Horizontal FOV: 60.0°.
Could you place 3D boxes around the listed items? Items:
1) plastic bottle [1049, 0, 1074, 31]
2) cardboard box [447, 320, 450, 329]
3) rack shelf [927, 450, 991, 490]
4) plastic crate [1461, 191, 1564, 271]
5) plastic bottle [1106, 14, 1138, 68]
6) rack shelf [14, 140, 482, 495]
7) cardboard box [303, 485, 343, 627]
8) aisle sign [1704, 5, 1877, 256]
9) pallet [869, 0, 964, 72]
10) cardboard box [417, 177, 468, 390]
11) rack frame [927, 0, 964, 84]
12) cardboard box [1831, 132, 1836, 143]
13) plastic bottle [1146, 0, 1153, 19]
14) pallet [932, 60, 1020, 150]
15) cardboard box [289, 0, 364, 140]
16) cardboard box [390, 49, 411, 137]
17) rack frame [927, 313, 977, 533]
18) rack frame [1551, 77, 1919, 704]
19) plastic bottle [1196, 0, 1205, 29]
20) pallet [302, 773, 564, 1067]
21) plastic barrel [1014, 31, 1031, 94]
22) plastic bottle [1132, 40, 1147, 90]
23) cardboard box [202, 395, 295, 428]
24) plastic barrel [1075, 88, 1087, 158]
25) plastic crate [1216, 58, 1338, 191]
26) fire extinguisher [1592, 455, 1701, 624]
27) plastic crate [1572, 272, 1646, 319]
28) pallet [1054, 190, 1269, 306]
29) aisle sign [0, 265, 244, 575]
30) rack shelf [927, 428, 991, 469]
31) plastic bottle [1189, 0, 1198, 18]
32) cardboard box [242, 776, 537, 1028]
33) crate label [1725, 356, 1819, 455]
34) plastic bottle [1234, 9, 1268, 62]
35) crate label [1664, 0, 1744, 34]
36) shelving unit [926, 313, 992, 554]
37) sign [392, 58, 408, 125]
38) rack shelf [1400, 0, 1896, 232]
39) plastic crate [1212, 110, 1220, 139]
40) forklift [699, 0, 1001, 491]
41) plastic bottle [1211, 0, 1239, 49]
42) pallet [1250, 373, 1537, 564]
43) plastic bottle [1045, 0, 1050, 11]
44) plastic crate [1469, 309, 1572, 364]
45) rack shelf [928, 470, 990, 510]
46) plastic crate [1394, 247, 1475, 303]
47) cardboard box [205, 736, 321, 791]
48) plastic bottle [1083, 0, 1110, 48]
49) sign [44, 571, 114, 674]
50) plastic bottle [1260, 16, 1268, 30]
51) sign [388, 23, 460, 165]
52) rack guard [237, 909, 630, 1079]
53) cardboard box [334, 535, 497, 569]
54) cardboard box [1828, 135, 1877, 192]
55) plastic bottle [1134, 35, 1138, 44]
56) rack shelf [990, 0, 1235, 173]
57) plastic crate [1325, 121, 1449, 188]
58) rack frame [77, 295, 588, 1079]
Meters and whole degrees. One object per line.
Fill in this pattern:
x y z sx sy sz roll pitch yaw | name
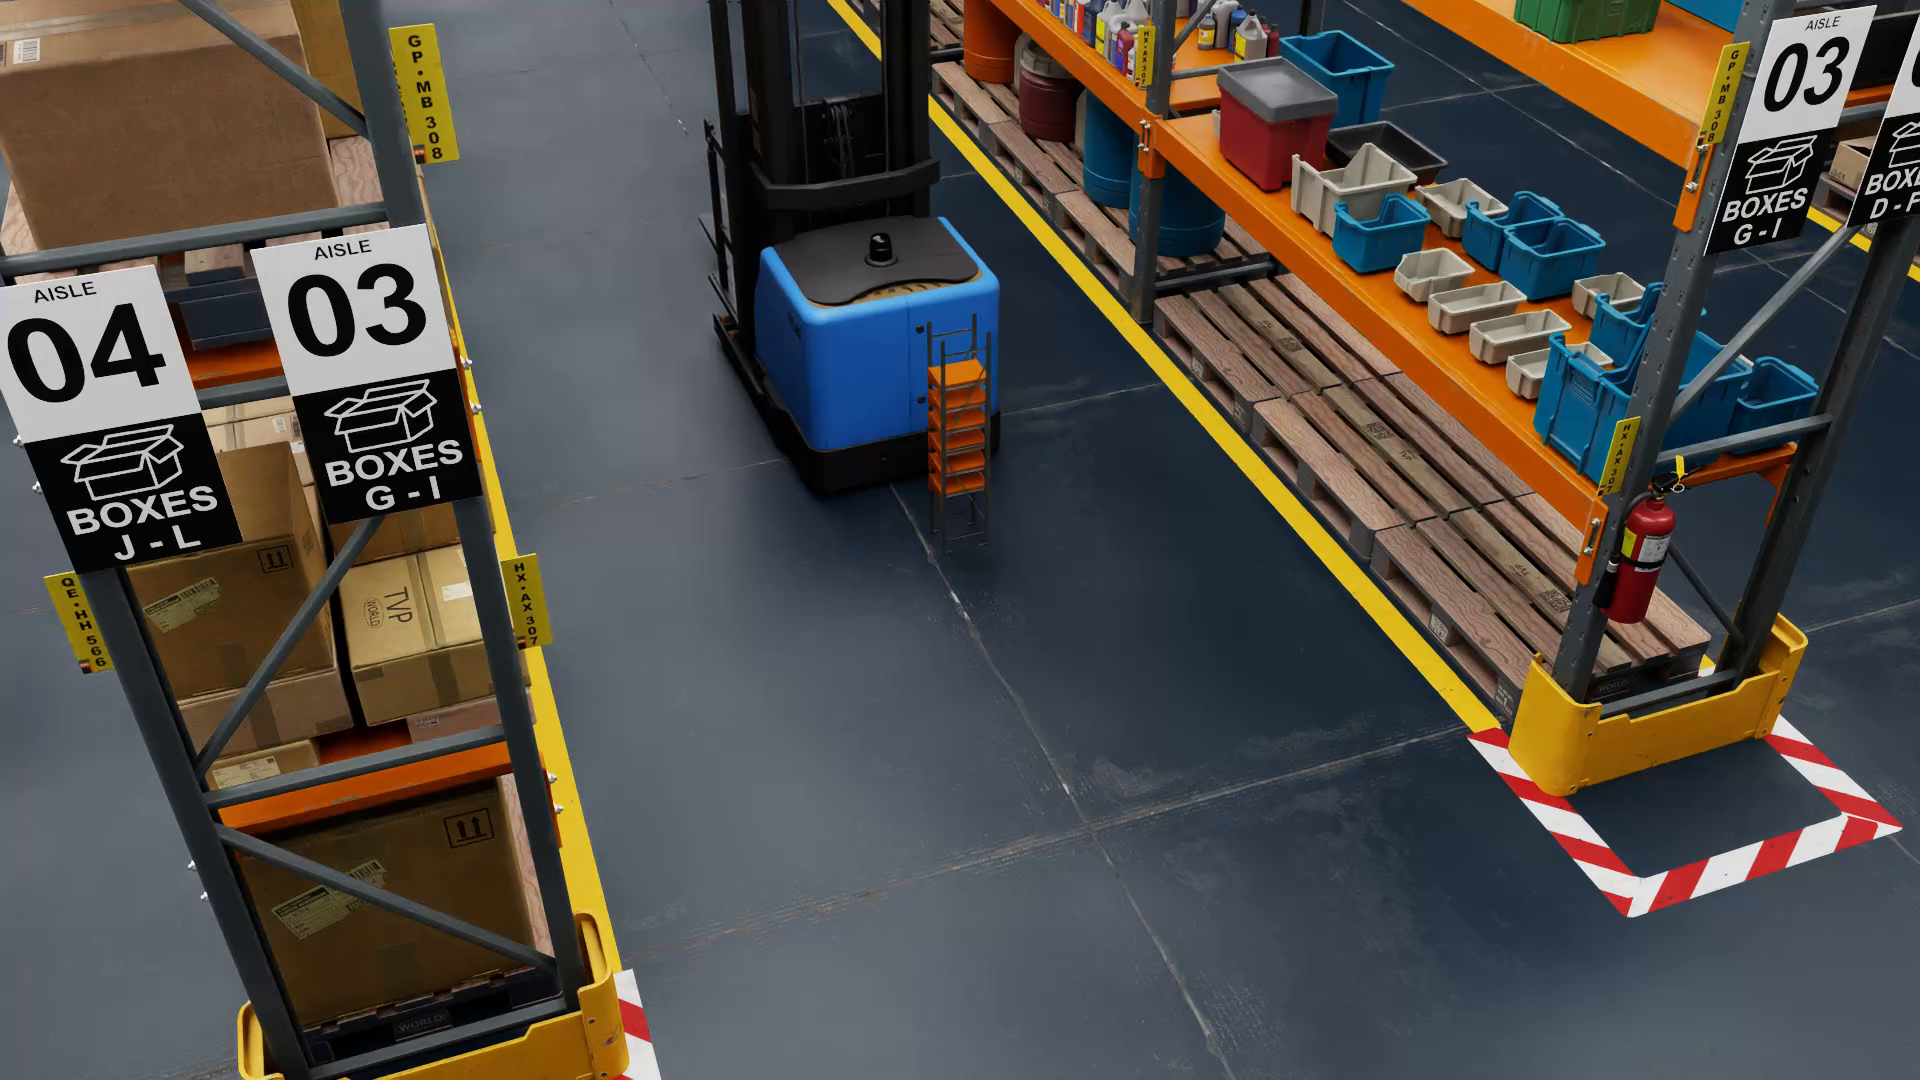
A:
0.694 -3.357 10.317 0.152 0.276 0.367 -12 39 -16 | plastic bottle
-2.023 -0.592 5.797 0.500 0.500 0.500 -13 39 -17 | cardboard box
-0.005 -0.356 7.999 0.258 0.103 0.180 -12 39 -16 | rack shelf
2.563 -1.436 7.753 0.416 0.233 0.300 -12 39 -16 | plastic crate
0.954 -2.930 9.750 0.152 0.276 0.135 -12 39 -16 | plastic bottle
-2.444 -1.373 5.685 1.077 0.370 4.000 -12 39 -16 | rack shelf
-2.345 0.103 5.498 0.500 0.250 0.500 -13 39 -17 | cardboard box
2.645 -1.295 5.316 0.394 0.787 0.004 -12 39 -16 | aisle sign
-0.088 -4.209 13.663 1.003 0.211 1.213 -12 39 -16 | pallet
-3.371 -1.269 8.858 1.225 0.875 0.875 -12 39 -16 | cardboard box
0.142 -4.878 12.232 1.000 3.000 0.127 -12 39 -16 | rack frame
5.732 -3.038 11.502 0.500 0.500 0.500 -13 39 -16 | cardboard box
1.256 -3.400 10.374 0.152 0.276 0.135 -12 39 -16 | plastic bottle
0.453 -3.327 12.491 1.003 0.211 1.213 -12 39 -16 | pallet
-2.065 -1.404 4.612 0.700 0.500 0.500 -14 39 -18 | cardboard box
-4.290 -2.777 10.860 1.225 0.875 0.875 -14 39 -18 | cardboard box
-0.036 -0.539 7.968 0.240 1.200 0.006 -12 39 -16 | rack frame
2.895 -0.358 6.232 1.000 3.000 0.127 -12 39 -16 | rack frame
1.510 -3.267 10.259 0.097 0.201 0.097 0 37 0 | plastic bottle
-2.104 1.346 6.288 1.003 0.211 1.213 -12 39 -16 | pallet
0.605 -3.478 12.093 0.421 0.512 0.421 0 37 0 | plastic barrel
1.079 -2.724 9.476 0.152 0.276 0.135 -12 39 -16 | plastic bottle
-2.704 -0.478 6.269 0.500 0.250 0.500 -12 39 -16 | cardboard box
0.993 -2.840 11.246 0.421 0.512 0.421 0 37 0 | plastic barrel
1.590 -2.111 8.457 0.402 0.464 0.583 -12 39 -16 | plastic crate
2.520 0.001 6.130 0.296 0.674 0.183 -12 39 -16 | fire extinguisher
2.853 -1.066 7.341 0.250 0.136 0.298 -12 39 -16 | plastic crate
1.292 -1.949 10.661 1.003 0.211 1.213 -12 39 -16 | pallet
-2.012 -0.268 3.952 0.394 0.787 0.004 -12 39 -16 | aisle sign
-0.005 -0.452 7.927 0.258 0.103 0.180 -12 39 -16 | rack shelf
1.487 -3.368 10.326 0.061 0.283 0.133 -12 39 -16 | plastic bottle
-2.051 1.003 5.842 0.875 0.875 0.875 -12 39 -16 | cardboard box
3.119 -0.523 6.540 0.416 0.233 0.303 -12 39 -16 | crate label
1.688 -2.887 9.631 0.144 0.351 0.185 -12 39 -16 | plastic bottle
2.881 -2.085 6.156 0.408 0.251 0.502 -12 39 -16 | crate label
-0.005 -0.487 7.900 0.258 1.200 0.189 -12 39 -16 | shelving unit
-2.611 -2.086 7.740 0.100 0.325 0.005 -12 39 -16 | sign
2.207 -2.399 7.046 1.077 0.370 4.000 -12 39 -16 | rack shelf
1.545 -2.244 8.905 0.396 0.136 0.243 -12 39 -16 | plastic crate
-0.801 -2.308 8.878 1.130 2.935 3.031 -13 39 -17 | forklift
1.591 -3.115 9.996 0.152 0.276 0.135 -12 39 -16 | plastic bottle
2.232 -0.406 8.614 1.003 0.211 1.213 -12 39 -16 | pallet
0.588 -3.452 10.505 0.097 0.201 0.097 0 37 0 | plastic bottle
2.358 -0.867 7.077 0.396 0.136 0.243 -12 39 -16 | plastic crate
-0.005 -0.260 8.071 0.258 0.103 0.180 -12 39 -16 | rack shelf
2.120 -1.182 7.496 0.298 0.136 0.250 -12 39 -16 | plastic crate
-2.187 0.635 5.123 0.380 0.149 0.250 -12 39 -15 | cardboard box
0.831 -3.154 9.985 0.144 0.351 0.185 -12 39 -16 | plastic bottle
-2.270 0.215 4.313 0.100 0.325 0.005 -12 39 -16 | sign
1.747 -2.942 9.760 0.061 0.283 0.133 -12 39 -16 | plastic bottle
-1.232 -1.023 3.830 0.100 0.325 0.005 -12 39 -16 | sign
-1.747 1.679 5.605 1.175 0.500 0.348 -12 39 -16 | rack guard
-1.852 -0.011 5.649 0.500 0.250 0.500 -13 39 -16 | cardboard box
6.112 -2.461 10.893 0.500 0.311 0.500 -12 39 -16 | cardboard box
1.025 -2.842 9.695 0.097 0.201 0.097 0 37 0 | plastic bottle
0.830 -3.460 10.949 1.077 0.370 4.000 -12 39 -16 | rack shelf
2.156 -1.955 8.532 0.437 0.125 0.590 -12 39 -16 | plastic crate
-1.755 0.667 4.871 1.000 3.000 0.127 -12 39 -16 | rack frame
